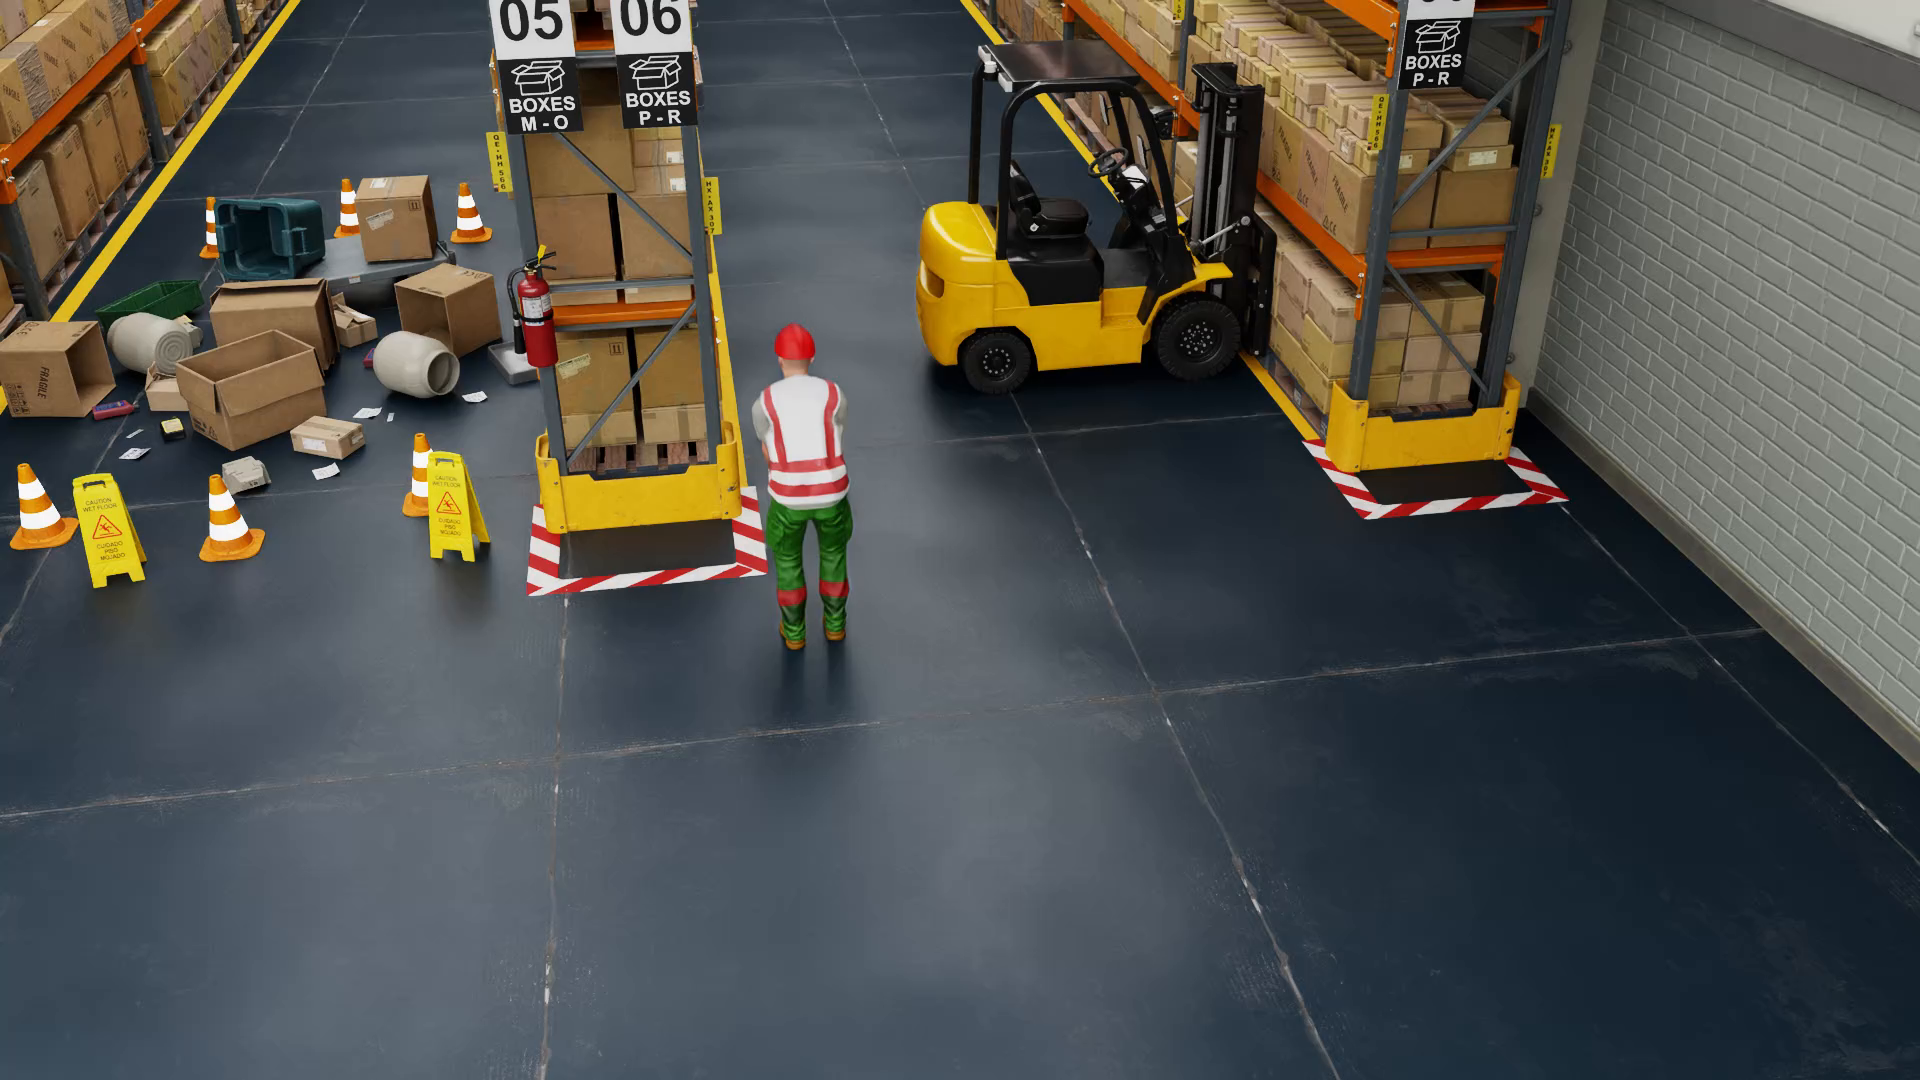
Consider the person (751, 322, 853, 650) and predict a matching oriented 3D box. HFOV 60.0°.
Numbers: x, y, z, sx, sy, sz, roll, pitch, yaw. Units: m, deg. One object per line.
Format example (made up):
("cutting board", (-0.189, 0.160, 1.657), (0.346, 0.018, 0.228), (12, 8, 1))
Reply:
("person", (-0.809, -0.283, 8.624), (0.491, 1.760, 0.584), (-6, 31, -10))
